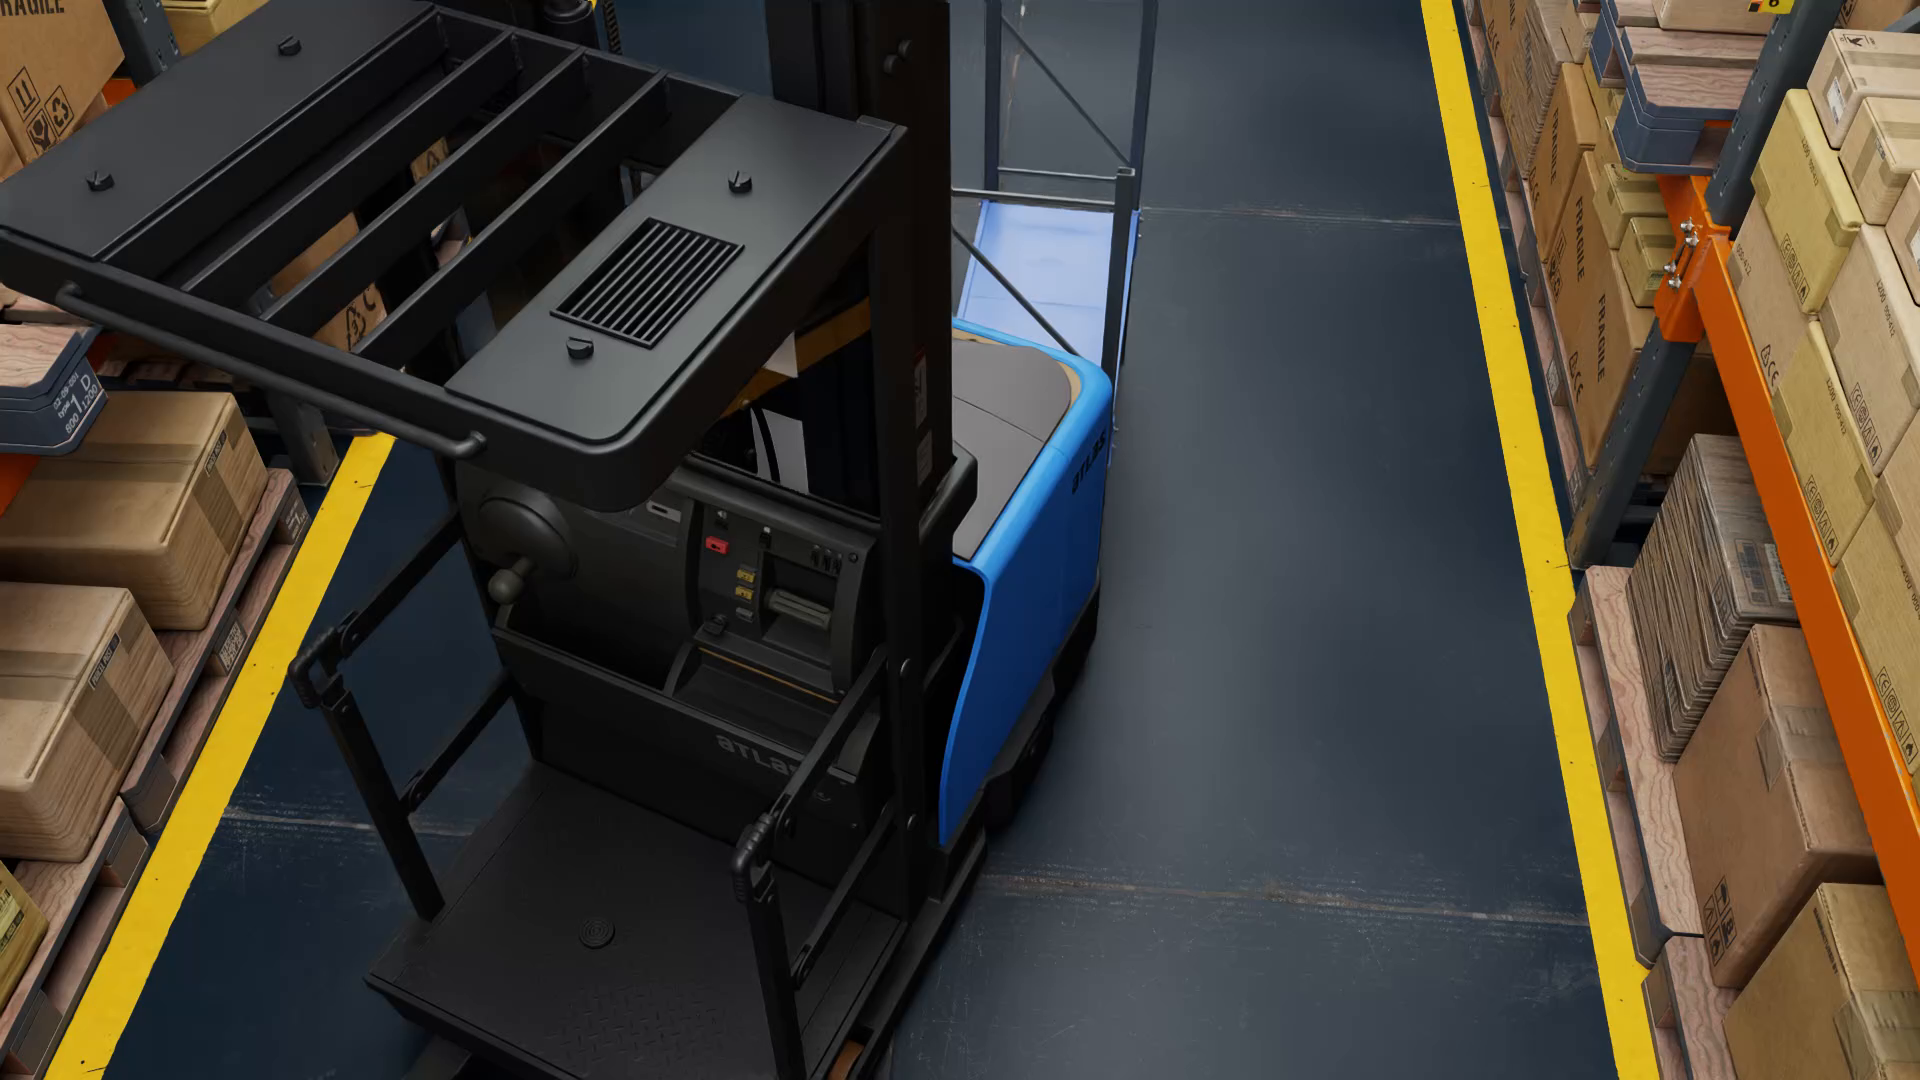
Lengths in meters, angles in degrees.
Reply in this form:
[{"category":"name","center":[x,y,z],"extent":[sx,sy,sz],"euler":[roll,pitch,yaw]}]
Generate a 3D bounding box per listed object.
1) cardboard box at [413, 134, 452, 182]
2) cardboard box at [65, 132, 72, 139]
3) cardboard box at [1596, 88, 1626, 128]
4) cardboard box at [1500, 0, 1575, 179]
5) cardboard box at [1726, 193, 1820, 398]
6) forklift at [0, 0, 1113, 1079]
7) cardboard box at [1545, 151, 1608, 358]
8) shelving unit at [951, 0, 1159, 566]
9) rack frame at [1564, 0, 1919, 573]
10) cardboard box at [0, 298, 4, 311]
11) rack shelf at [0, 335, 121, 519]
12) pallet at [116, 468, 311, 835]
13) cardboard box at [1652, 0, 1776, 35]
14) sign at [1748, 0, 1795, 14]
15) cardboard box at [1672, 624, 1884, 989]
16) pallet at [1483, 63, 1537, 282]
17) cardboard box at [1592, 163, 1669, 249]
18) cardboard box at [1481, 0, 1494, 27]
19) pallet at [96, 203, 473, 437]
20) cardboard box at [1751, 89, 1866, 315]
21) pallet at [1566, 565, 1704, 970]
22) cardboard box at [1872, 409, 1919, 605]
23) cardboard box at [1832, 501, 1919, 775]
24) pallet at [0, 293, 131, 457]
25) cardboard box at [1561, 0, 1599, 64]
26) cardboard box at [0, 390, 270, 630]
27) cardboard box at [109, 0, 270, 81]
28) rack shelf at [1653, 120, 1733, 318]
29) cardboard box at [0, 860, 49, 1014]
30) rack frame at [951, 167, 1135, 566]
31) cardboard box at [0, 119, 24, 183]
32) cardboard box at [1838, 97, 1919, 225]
[{"category":"cardboard box","center":[-2.314,-1.838,6.054],"extent":[0.875,0.875,0.875],"euler":[4,48,4]},{"category":"cardboard box","center":[-2.293,-0.855,3.885],"extent":[0.380,0.149,0.250],"euler":[5,48,4]},{"category":"cardboard box","center":[2.322,-1.406,5.473],"extent":[0.380,0.149,0.250],"euler":[5,48,5]},{"category":"cardboard box","center":[2.352,-1.683,6.166],"extent":[0.500,0.500,0.500],"euler":[2,48,2]},{"category":"cardboard box","center":[2.114,-0.565,3.836],"extent":[0.500,0.250,0.500],"euler":[4,48,4]},{"category":"forklift","center":[-0.696,0.119,3.154],"extent":[1.130,2.935,3.031],"euler":[20,51,17]},{"category":"cardboard box","center":[2.279,-0.916,5.464],"extent":[0.500,0.500,0.500],"euler":[3,48,3]},{"category":"shelving unit","center":[0.252,-0.784,4.950],"extent":[0.538,1.500,1.048],"euler":[6,48,6]},{"category":"rack frame","center":[2.398,-0.925,4.064],"extent":[1.000,3.000,0.127],"euler":[4,48,4]},{"category":"cardboard box","center":[-2.302,-0.482,3.544],"extent":[0.380,0.149,0.250],"euler":[2,48,2]},{"category":"rack shelf","center":[-2.727,0.456,3.288],"extent":[1.077,0.370,4.000],"euler":[4,48,4]},{"category":"pallet","center":[-2.618,0.259,4.870],"extent":[1.003,0.211,1.213],"euler":[4,48,4]},{"category":"cardboard box","center":[2.076,-1.491,4.466],"extent":[0.380,0.149,0.250],"euler":[5,48,4]},{"category":"sign","center":[1.857,-1.319,3.693],"extent":[0.100,0.325,0.005],"euler":[4,48,4]},{"category":"cardboard box","center":[2.276,0.673,3.927],"extent":[0.875,0.625,0.625],"euler":[5,48,5]},{"category":"pallet","center":[2.618,-1.424,6.410],"extent":[1.003,0.211,1.213],"euler":[4,48,4]},{"category":"cardboard box","center":[2.185,-1.025,5.124],"extent":[0.380,0.149,0.250],"euler":[2,48,2]},{"category":"cardboard box","center":[2.456,-2.430,6.850],"extent":[0.500,0.500,0.500],"euler":[3,48,3]},{"category":"pallet","center":[-2.398,-0.890,5.921],"extent":[1.003,0.211,1.213],"euler":[4,48,4]},{"category":"cardboard box","center":[2.090,-0.735,3.653],"extent":[0.500,0.250,0.500],"euler":[4,48,3]},{"category":"pallet","center":[2.284,0.618,4.542],"extent":[1.003,0.211,1.213],"euler":[4,48,4]},{"category":"cardboard box","center":[2.002,0.017,2.964],"extent":[0.500,0.250,0.500],"euler":[3,48,3]},{"category":"cardboard box","center":[2.024,0.183,3.151],"extent":[0.500,0.250,0.500],"euler":[2,48,2]},{"category":"pallet","center":[-2.504,-0.661,3.952],"extent":[1.213,0.211,1.003],"euler":[4,48,4]},{"category":"cardboard box","center":[2.340,-1.795,5.829],"extent":[0.380,0.149,0.250],"euler":[2,48,2]},{"category":"cardboard box","center":[-2.607,-0.097,4.802],"extent":[0.950,0.372,0.625],"euler":[1,48,1]},{"category":"cardboard box","center":[-2.250,-1.548,4.735],"extent":[0.500,0.250,0.500],"euler":[3,48,3]},{"category":"rack shelf","center":[2.580,-2.152,5.673],"extent":[1.077,0.370,4.000],"euler":[4,48,4]},{"category":"cardboard box","center":[-2.741,1.003,3.796],"extent":[0.950,0.372,0.625],"euler":[5,48,5]},{"category":"rack frame","center":[0.177,-0.413,4.611],"extent":[0.500,1.500,0.032],"euler":[6,48,6]},{"category":"cardboard box","center":[-2.346,-0.799,3.394],"extent":[0.500,0.500,0.500],"euler":[3,48,3]},{"category":"cardboard box","center":[2.053,-0.767,3.412],"extent":[0.380,0.149,0.250],"euler":[5,48,4]}]
